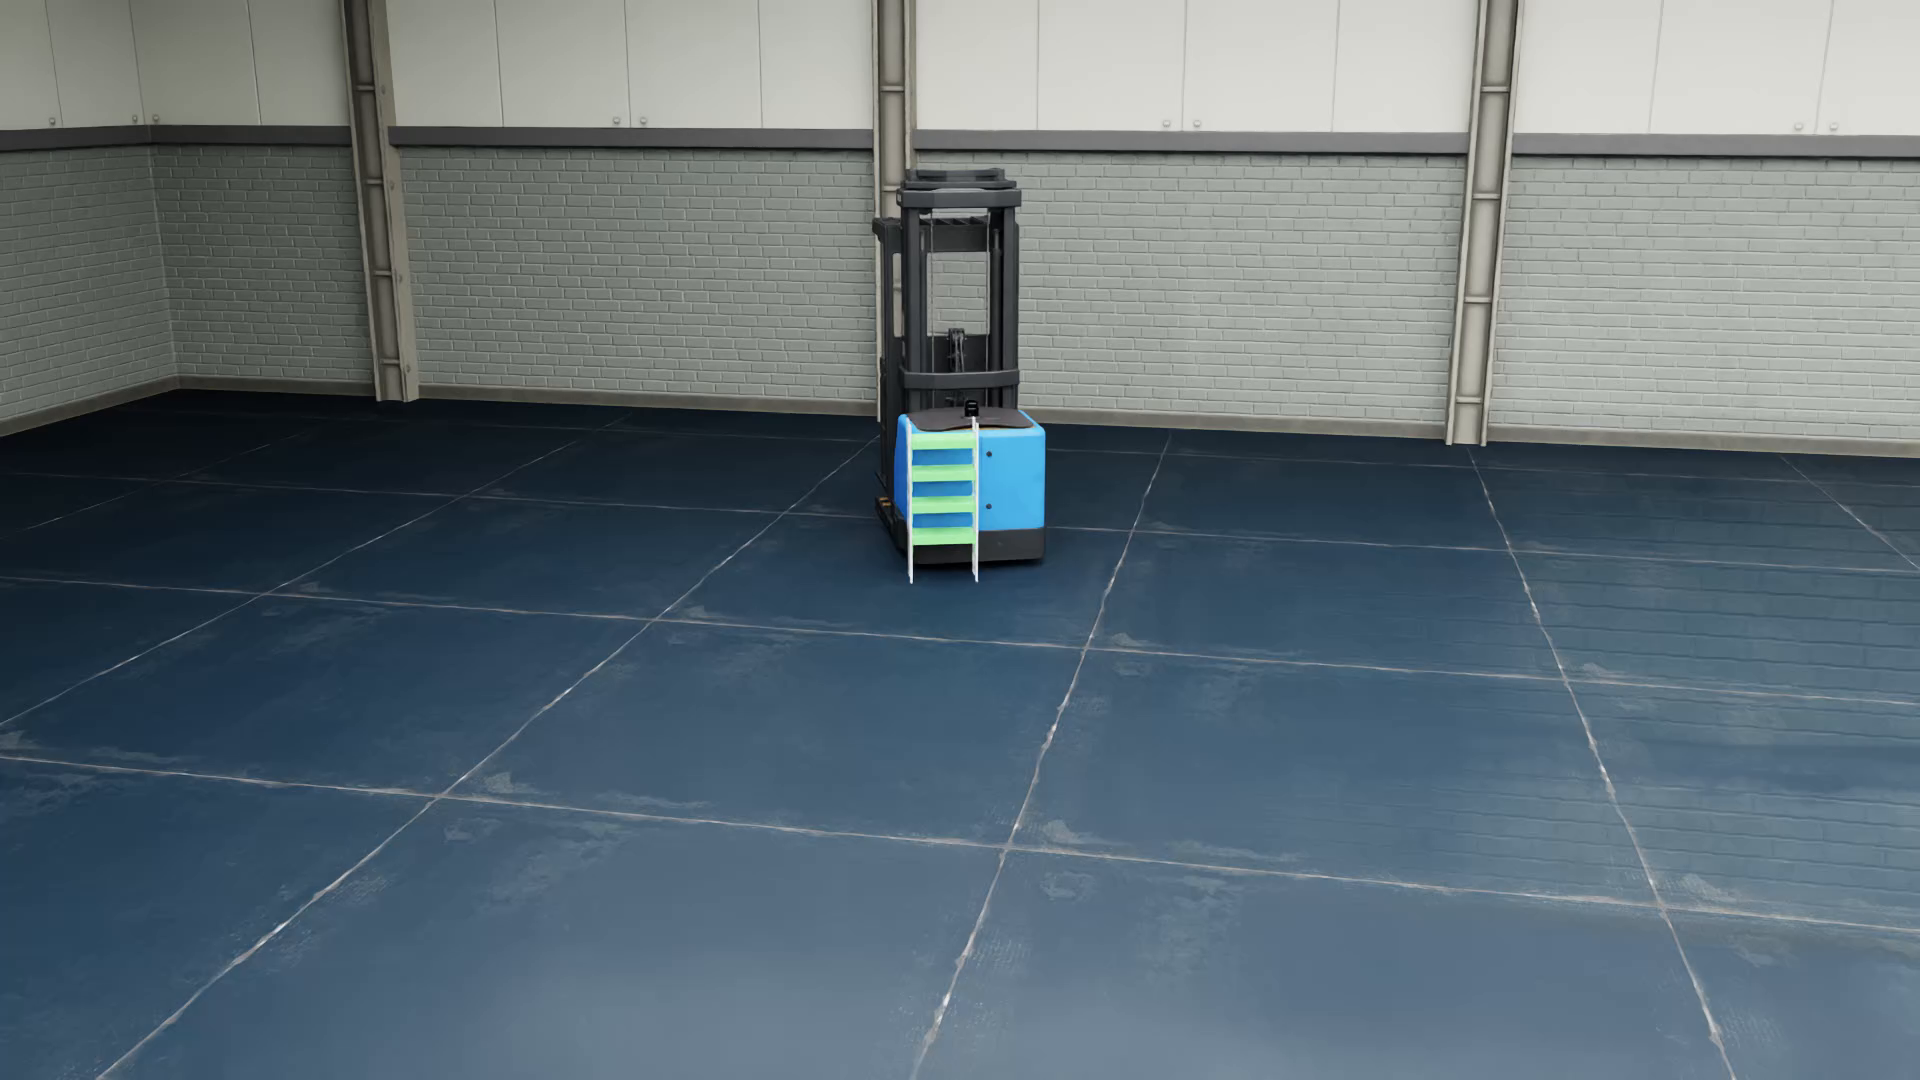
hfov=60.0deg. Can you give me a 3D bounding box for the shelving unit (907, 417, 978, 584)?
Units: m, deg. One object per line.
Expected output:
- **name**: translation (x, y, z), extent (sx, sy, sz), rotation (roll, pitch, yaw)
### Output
- **shelving unit**: translation (-0.130, -0.294, 12.303), extent (0.503, 1.200, 0.258), rotation (-2, 16, -6)

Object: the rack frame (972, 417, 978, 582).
- **rack frame**: translation (0.113, -0.301, 12.328), extent (0.015, 1.200, 0.240), rotation (-2, 16, -6)

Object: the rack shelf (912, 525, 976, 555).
- **rack shelf**: translation (-0.130, -0.002, 12.385), extent (0.480, 0.148, 0.258), rotation (-2, 16, -6)

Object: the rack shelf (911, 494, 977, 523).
- **rack shelf**: translation (-0.130, -0.232, 12.320), extent (0.480, 0.148, 0.258), rotation (-2, 16, -6)

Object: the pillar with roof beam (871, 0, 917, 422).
- **pillar with roof beam**: translation (-1.539, -4.536, 13.010), extent (0.400, 9.000, 9.100), rotation (3, 16, 11)

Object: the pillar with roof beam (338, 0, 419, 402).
- **pillar with roof beam**: translation (-7.418, -4.855, 14.163), extent (0.400, 9.000, 9.100), rotation (3, 16, 11)

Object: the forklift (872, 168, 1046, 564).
- **forklift**: translation (-0.114, -1.577, 13.694), extent (1.130, 2.935, 3.031), rotation (-3, 16, -10)

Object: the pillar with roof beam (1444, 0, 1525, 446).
- **pillar with roof beam**: translation (4.341, -4.217, 11.858), extent (0.400, 9.000, 9.100), rotation (3, 16, 11)

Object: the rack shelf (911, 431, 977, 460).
- **rack shelf**: translation (-0.130, -0.694, 12.190), extent (0.480, 0.148, 0.258), rotation (-2, 16, -6)

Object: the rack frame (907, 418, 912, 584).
- **rack frame**: translation (-0.373, -0.287, 12.278), extent (0.015, 1.200, 0.240), rotation (-2, 16, -6)

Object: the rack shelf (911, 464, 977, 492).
- **rack shelf**: translation (-0.130, -0.463, 12.255), extent (0.480, 0.148, 0.258), rotation (-2, 16, -6)
